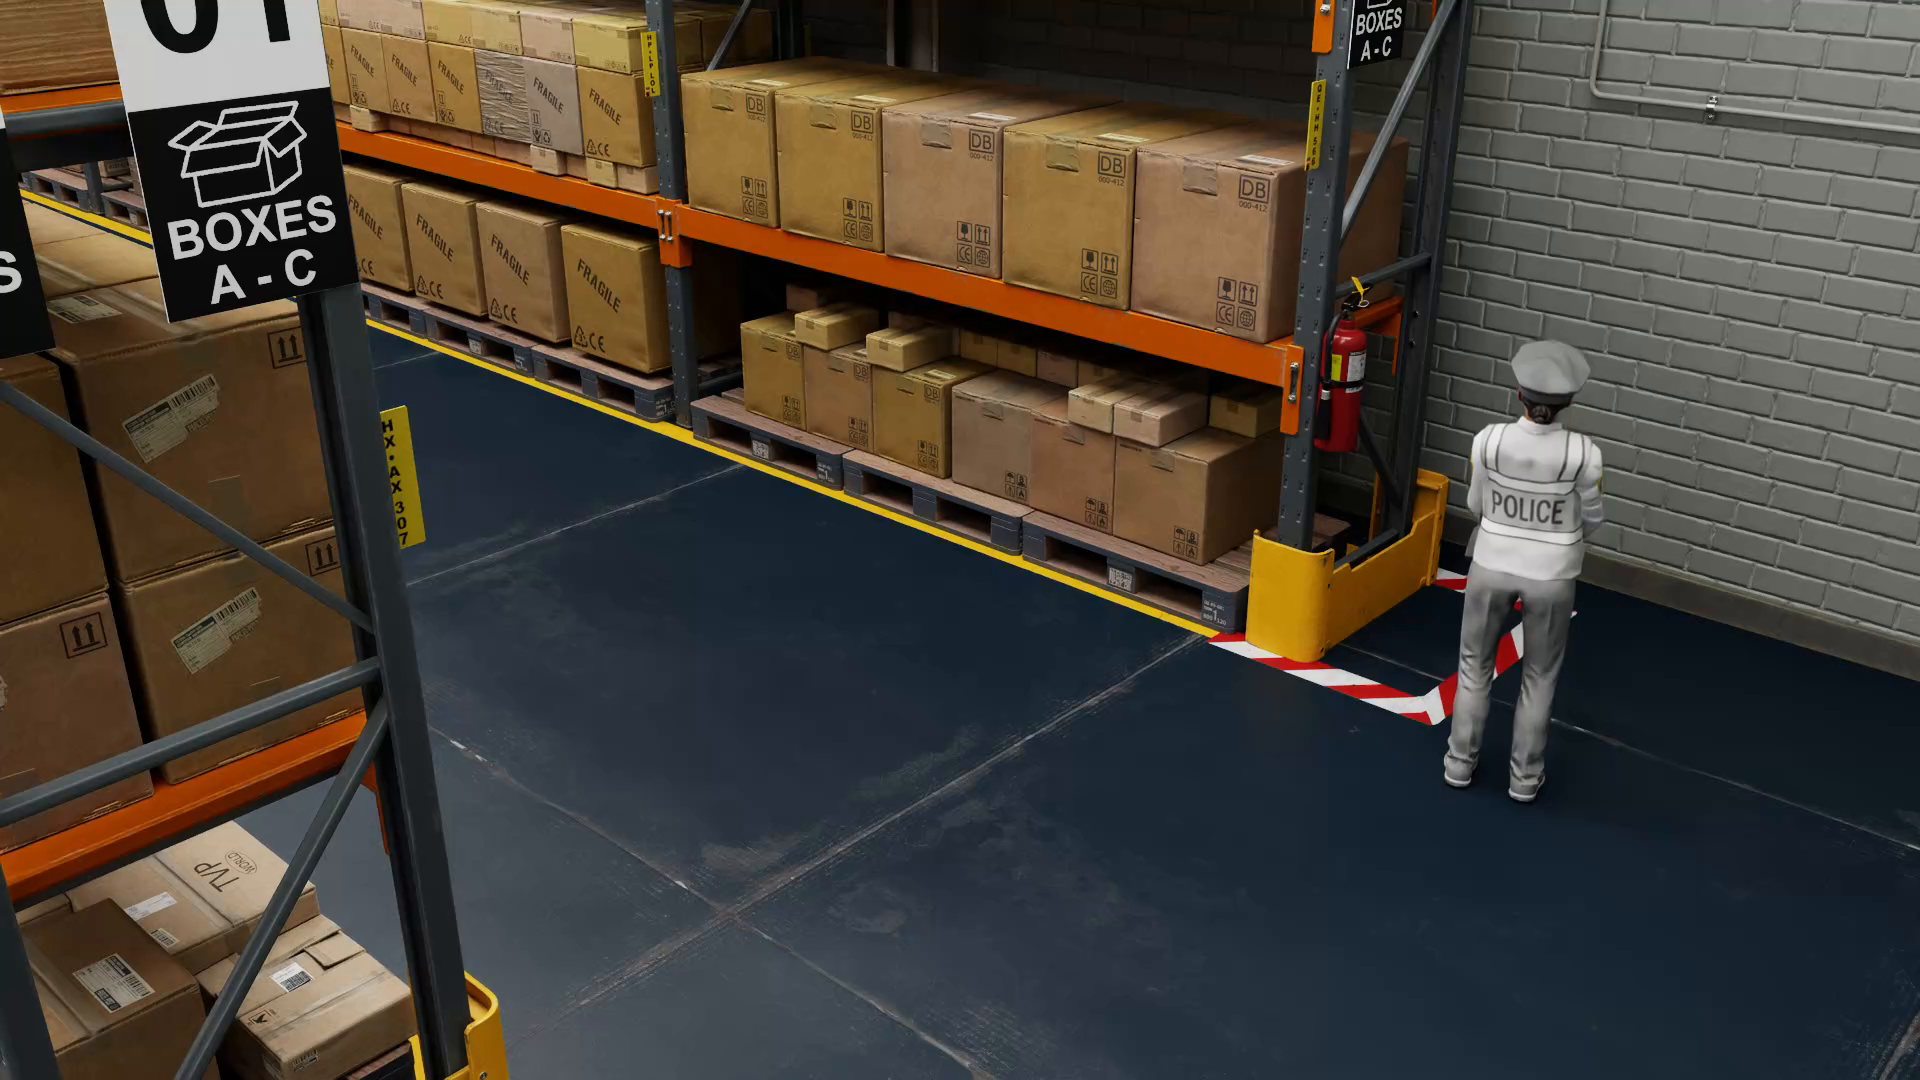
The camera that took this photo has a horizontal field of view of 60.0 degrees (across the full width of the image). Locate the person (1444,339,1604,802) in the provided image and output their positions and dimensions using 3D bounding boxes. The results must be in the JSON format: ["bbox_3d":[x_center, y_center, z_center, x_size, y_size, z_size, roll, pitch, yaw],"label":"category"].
[{"bbox_3d":[1.996,0.093,5.867,0.456,1.690,0.539,11,26,22],"label":"person"}]
